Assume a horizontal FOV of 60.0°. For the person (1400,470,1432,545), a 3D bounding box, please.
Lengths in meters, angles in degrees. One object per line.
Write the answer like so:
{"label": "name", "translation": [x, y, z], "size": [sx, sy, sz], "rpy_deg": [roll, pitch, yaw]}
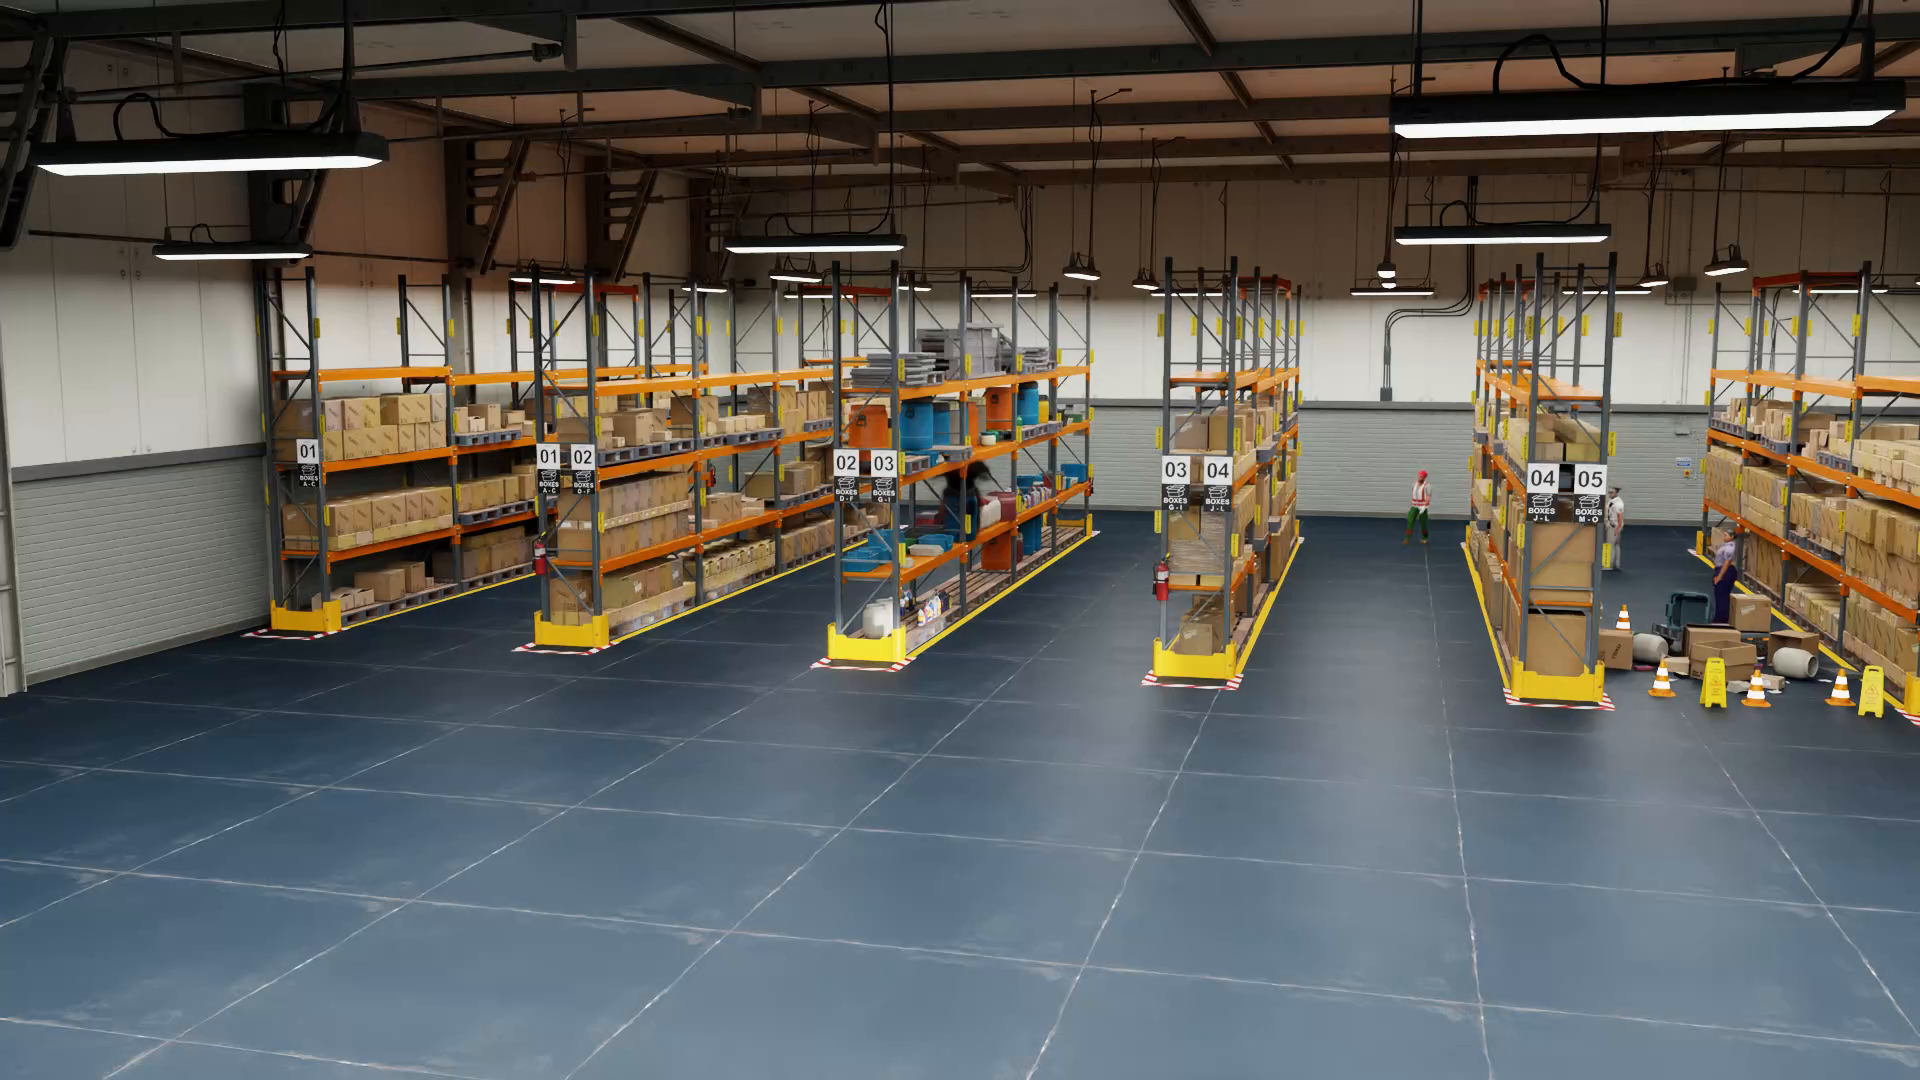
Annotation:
{"label": "person", "translation": [10.588, -0.748, 38.403], "size": [0.569, 1.738, 0.968], "rpy_deg": [6, 10, 41]}

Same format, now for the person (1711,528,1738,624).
{"label": "person", "translation": [12.925, 0.641, 28.143], "size": [0.425, 1.693, 0.555], "rpy_deg": [7, 10, 44]}

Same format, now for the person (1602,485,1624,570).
{"label": "person", "translation": [13.608, -0.266, 34.730], "size": [0.495, 1.767, 0.583], "rpy_deg": [3, 8, 23]}
